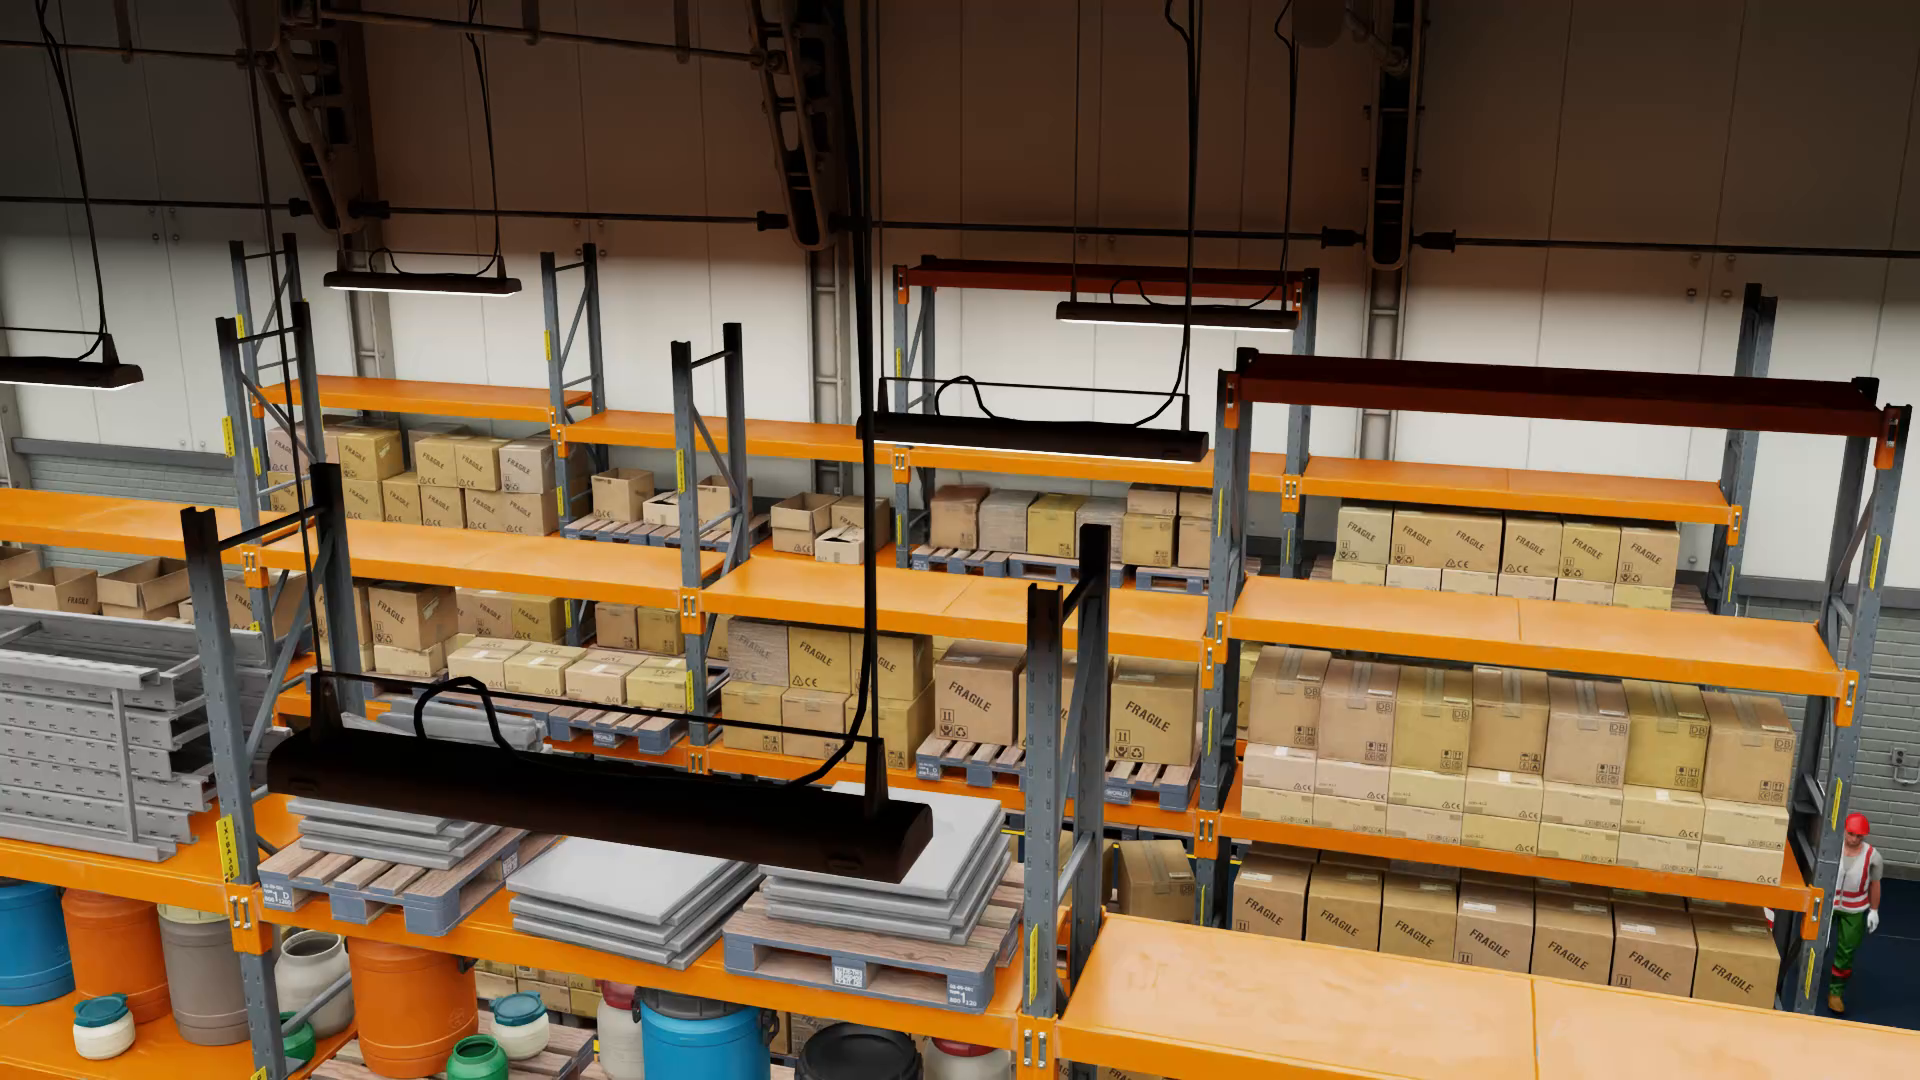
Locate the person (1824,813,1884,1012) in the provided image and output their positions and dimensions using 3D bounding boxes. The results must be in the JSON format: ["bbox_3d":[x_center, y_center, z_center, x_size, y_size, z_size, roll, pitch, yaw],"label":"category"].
[{"bbox_3d":[7.707,3.165,14.538,0.612,1.778,0.690,10,19,30],"label":"person"}]
